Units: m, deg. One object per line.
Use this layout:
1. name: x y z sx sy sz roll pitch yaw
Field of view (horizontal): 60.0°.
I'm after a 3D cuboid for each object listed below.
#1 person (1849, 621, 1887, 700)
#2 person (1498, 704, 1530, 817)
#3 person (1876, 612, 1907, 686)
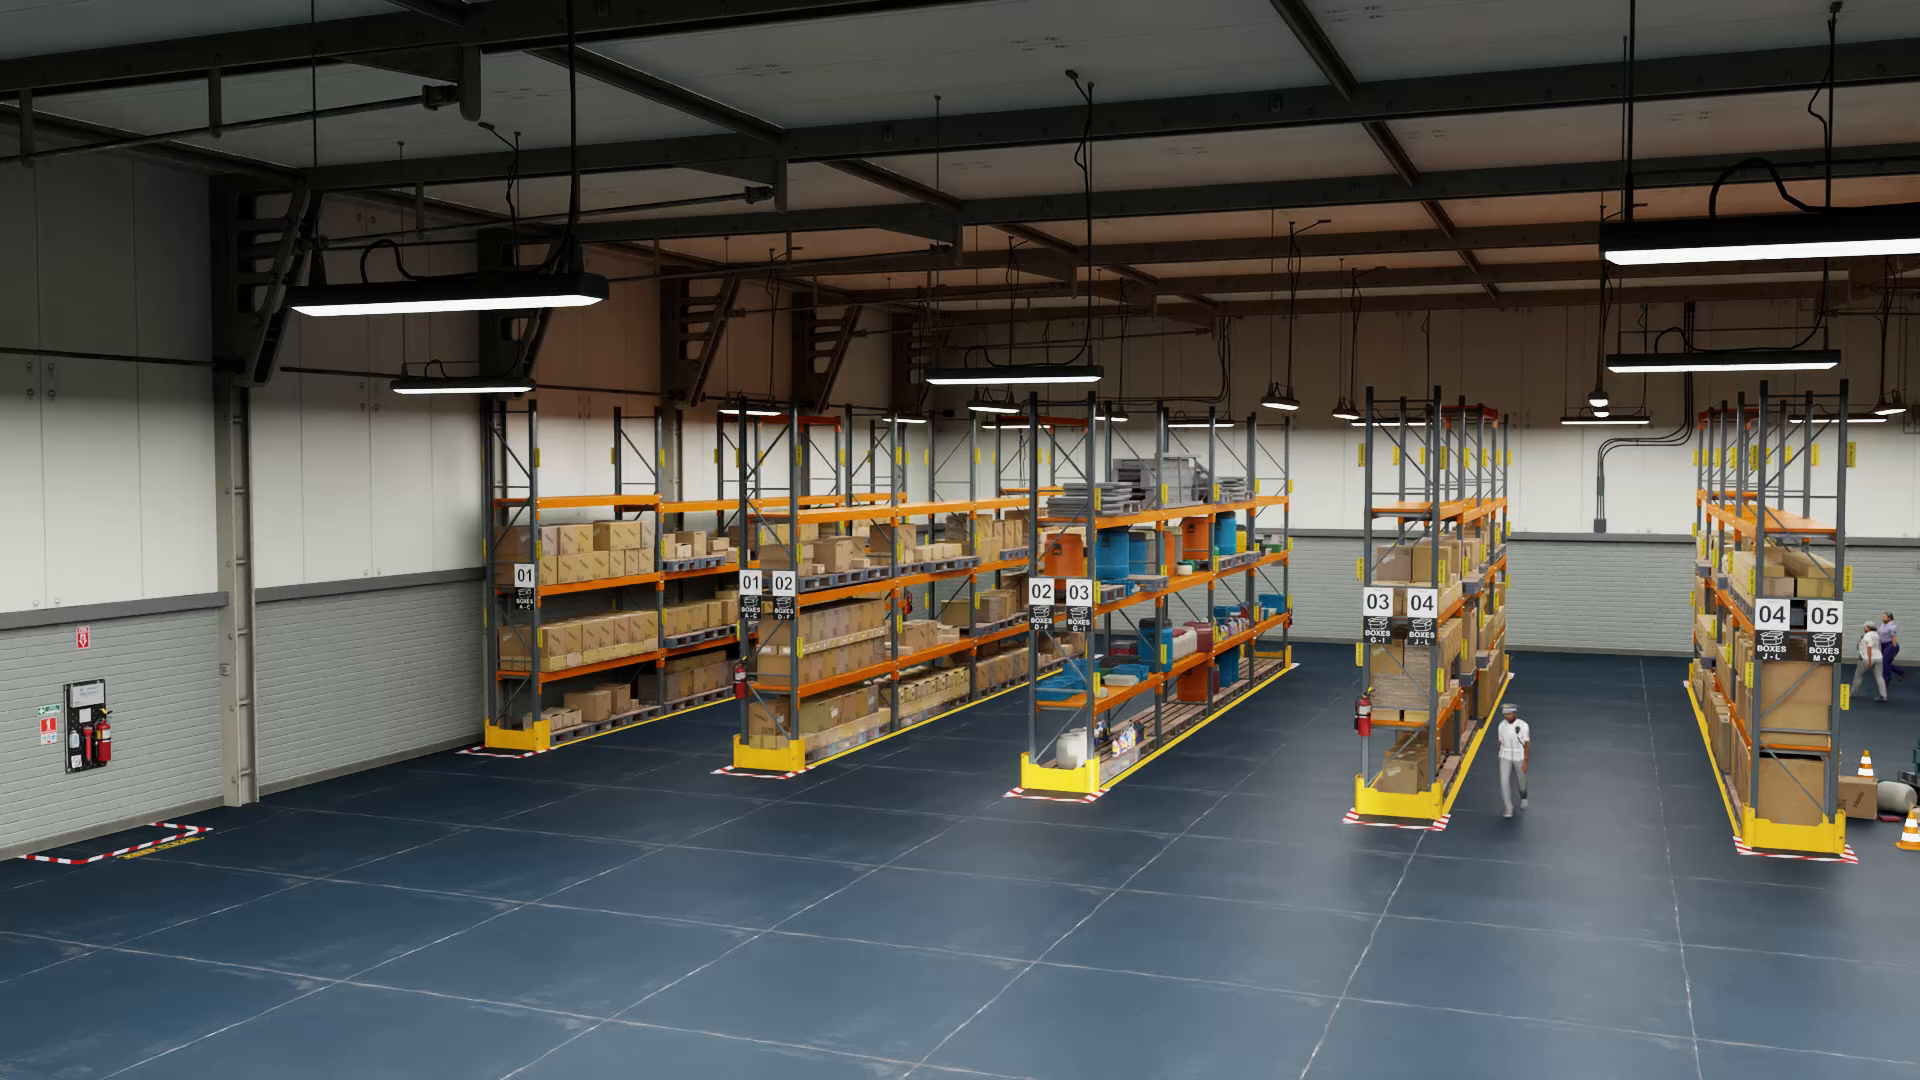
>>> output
1. person: 18.774 2.478 34.375 0.479 1.605 0.951 -1 3 -11
2. person: 7.778 3.063 23.381 0.434 1.540 0.960 1 3 27
3. person: 20.470 2.381 36.529 0.752 1.613 0.484 0 3 2
